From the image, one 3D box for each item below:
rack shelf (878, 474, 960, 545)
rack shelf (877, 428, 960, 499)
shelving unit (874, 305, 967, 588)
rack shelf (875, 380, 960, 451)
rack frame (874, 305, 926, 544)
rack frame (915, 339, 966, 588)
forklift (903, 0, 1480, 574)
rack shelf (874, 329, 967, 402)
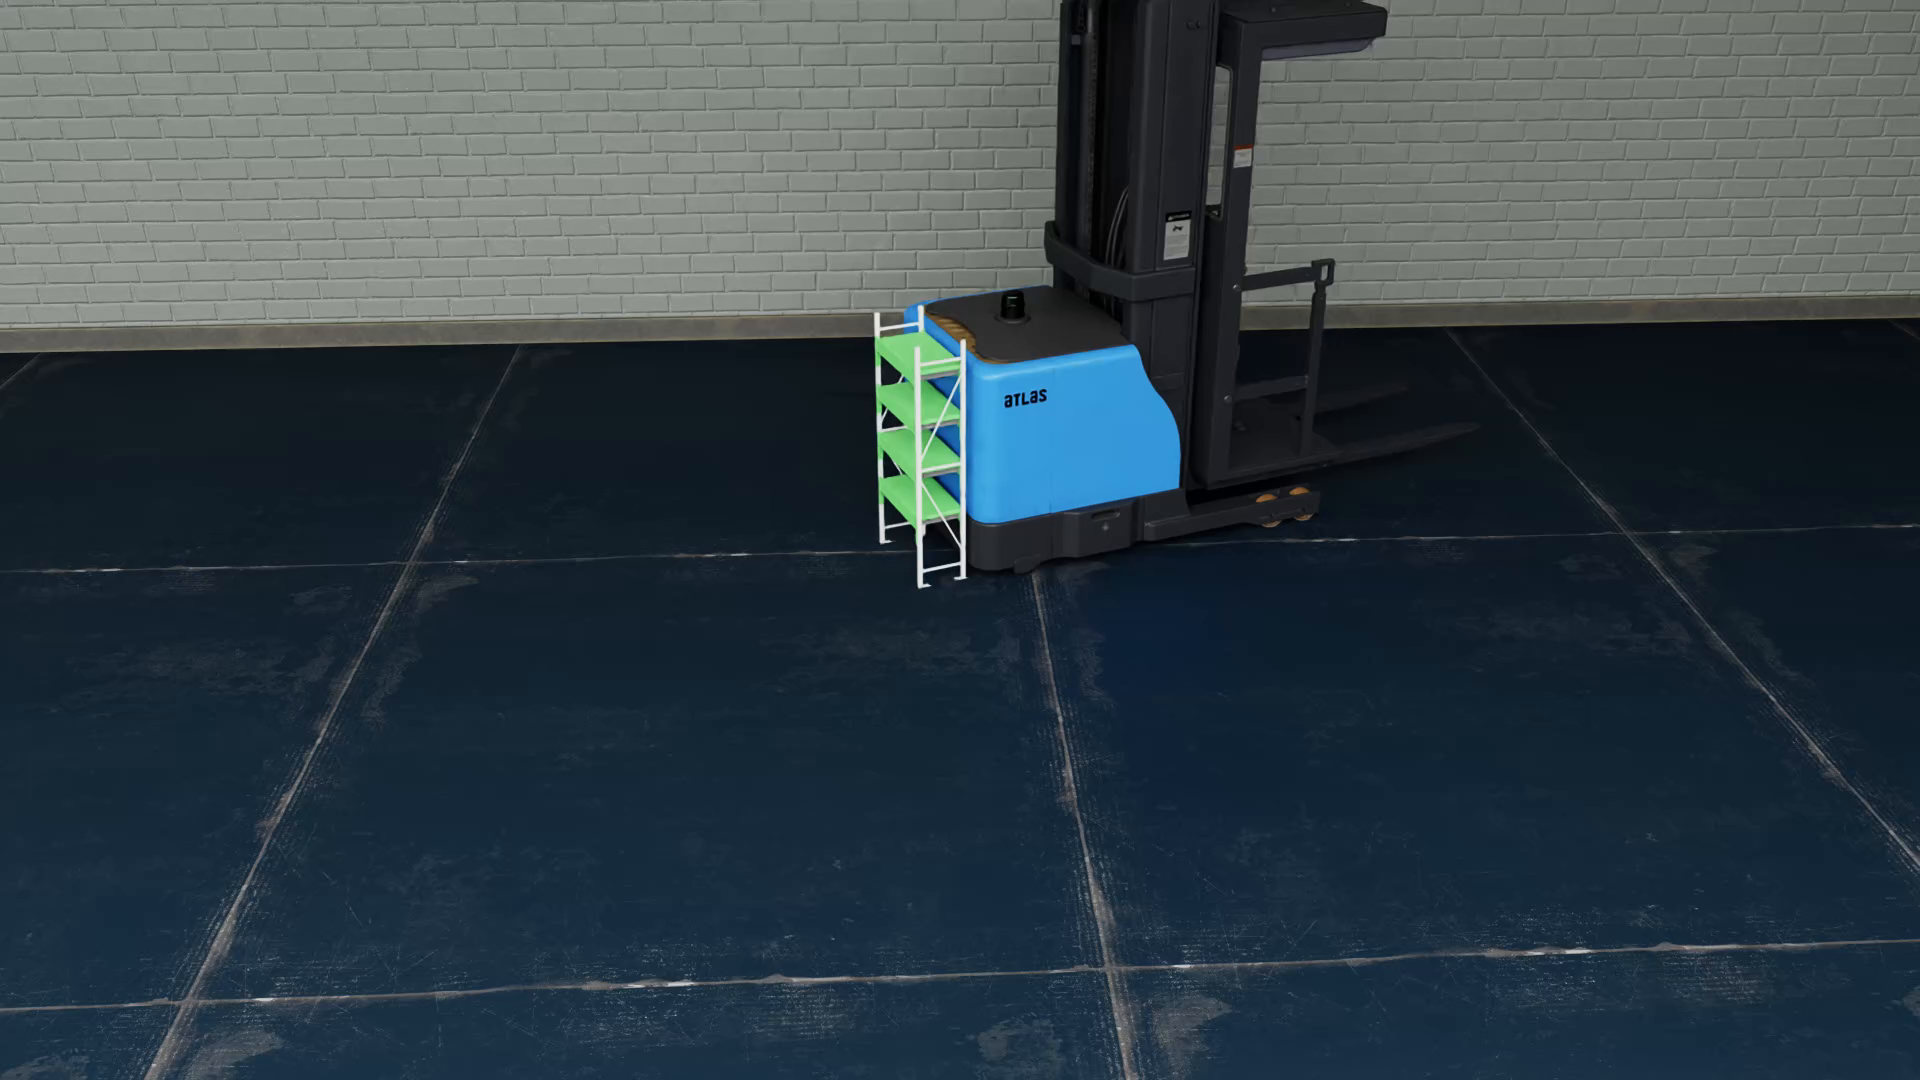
[{"bbox_3d":[-0.185,-0.164,7.925,0.258,0.148,0.480,-12,30,-21],"label":"rack shelf"},{"bbox_3d":[-0.185,-0.377,7.814,0.258,0.148,0.480,-12,30,-21],"label":"rack shelf"},{"bbox_3d":[-0.185,-0.434,7.784,0.258,1.200,0.503,-12,30,-21],"label":"shelving unit"},{"bbox_3d":[-0.185,-0.590,7.703,0.258,0.148,0.480,-12,30,-21],"label":"rack shelf"},{"bbox_3d":[-0.283,-0.537,7.982,0.240,1.200,0.015,-12,30,-21],"label":"rack frame"},{"bbox_3d":[-0.086,-0.330,7.586,0.240,1.200,0.015,-12,30,-21],"label":"rack frame"},{"bbox_3d":[1.275,-1.574,8.098,3.031,2.935,1.130,-11,30,-21],"label":"forklift"},{"bbox_3d":[-0.185,-0.803,7.592,0.258,0.148,0.480,-12,30,-21],"label":"rack shelf"}]
